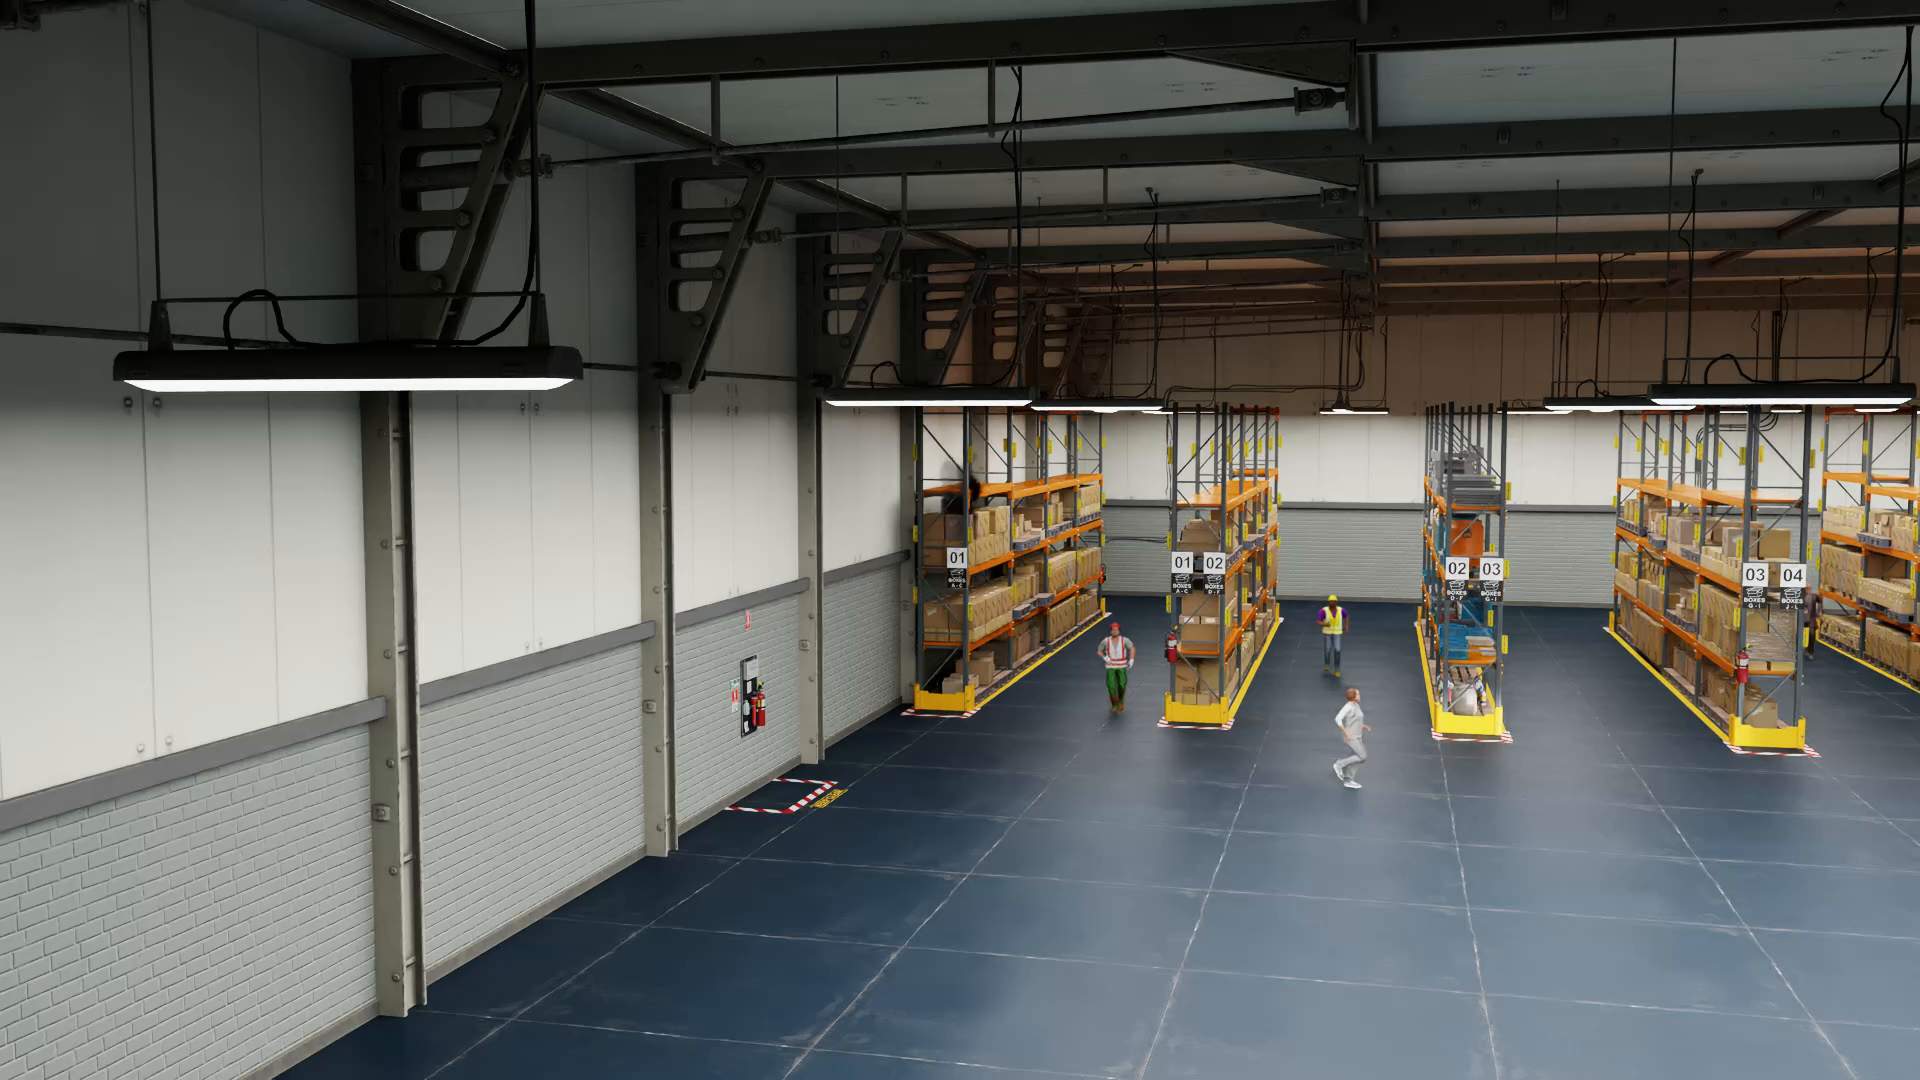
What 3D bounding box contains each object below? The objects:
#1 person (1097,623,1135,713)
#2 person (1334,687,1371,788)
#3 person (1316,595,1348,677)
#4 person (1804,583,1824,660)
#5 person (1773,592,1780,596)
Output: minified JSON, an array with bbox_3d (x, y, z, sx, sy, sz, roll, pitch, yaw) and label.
[{"bbox_3d":[2.995,2.465,31.985,0.727,1.748,0.540,0,4,5],"label":"person"},{"bbox_3d":[6.063,3.051,25.664,0.544,1.554,0.545,3,5,32],"label":"person"},{"bbox_3d":[8.263,2.133,36.879,0.724,1.848,0.757,0,4,5],"label":"person"},{"bbox_3d":[20.102,1.946,39.459,0.734,1.856,0.813,1,4,16],"label":"person"},{"bbox_3d":[21.823,1.669,44.209,0.519,1.602,0.647,-1,4,-10],"label":"person"}]
